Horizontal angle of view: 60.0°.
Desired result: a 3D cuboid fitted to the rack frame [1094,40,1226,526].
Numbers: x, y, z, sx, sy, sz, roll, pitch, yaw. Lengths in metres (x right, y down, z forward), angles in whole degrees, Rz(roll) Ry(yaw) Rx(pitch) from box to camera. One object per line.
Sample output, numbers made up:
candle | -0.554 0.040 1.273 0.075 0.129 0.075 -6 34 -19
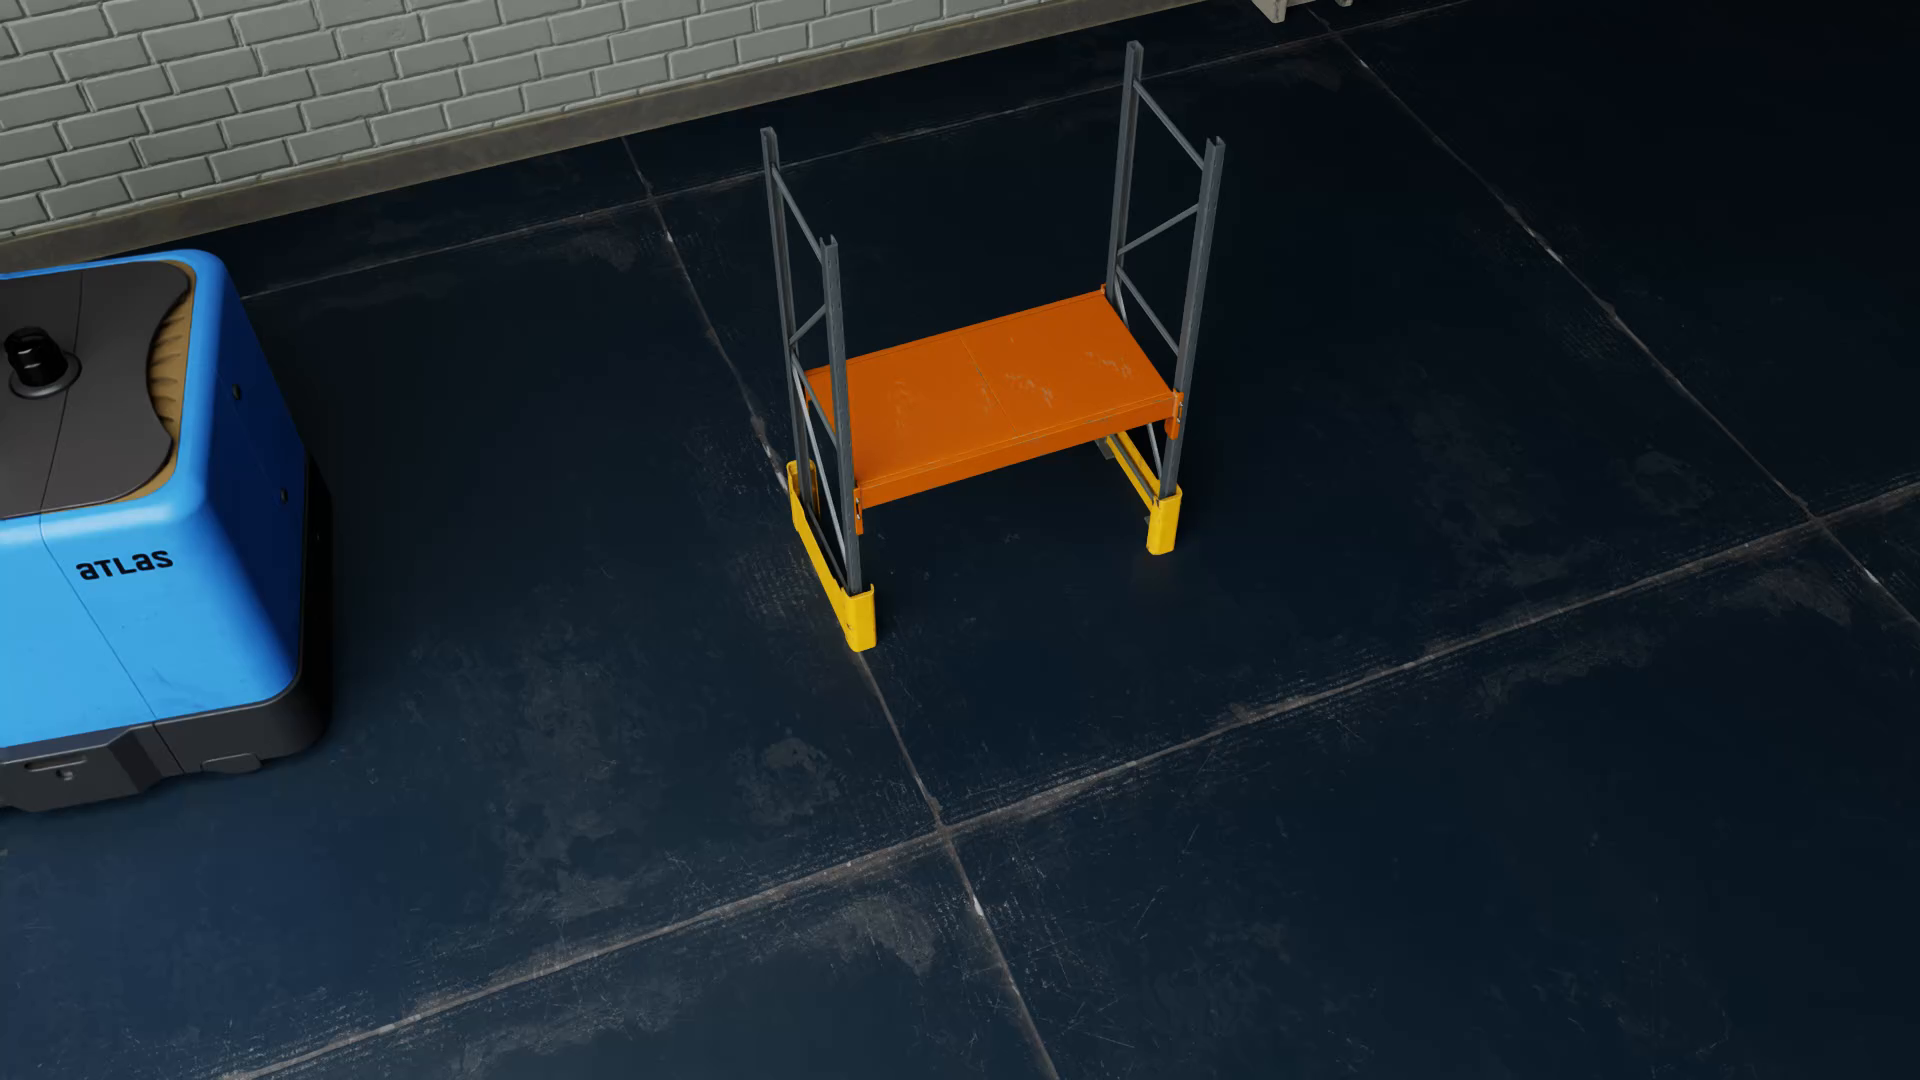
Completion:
rack frame | 0.550 -0.659 4.827 0.032 1.500 0.500 -17 52 -14

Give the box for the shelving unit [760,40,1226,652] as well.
shelving unit | 0.071 -0.510 4.700 1.083 1.500 0.587 -17 52 -14

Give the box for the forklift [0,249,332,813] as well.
forklift | -3.367 -0.456 3.709 3.031 2.935 1.130 -10 50 -8

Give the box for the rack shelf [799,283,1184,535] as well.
rack shelf | 0.079 -0.396 4.838 1.000 0.185 0.538 -17 52 -14

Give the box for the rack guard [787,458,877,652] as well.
rack guard | -0.390 0.040 5.051 0.087 0.250 0.587 -17 52 -14

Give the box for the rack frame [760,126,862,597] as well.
rack frame | -0.392 -0.367 4.577 0.032 1.500 0.500 -17 52 -14

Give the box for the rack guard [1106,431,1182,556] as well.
rack guard | 0.532 -0.246 5.297 0.087 0.250 0.587 -17 52 -14
